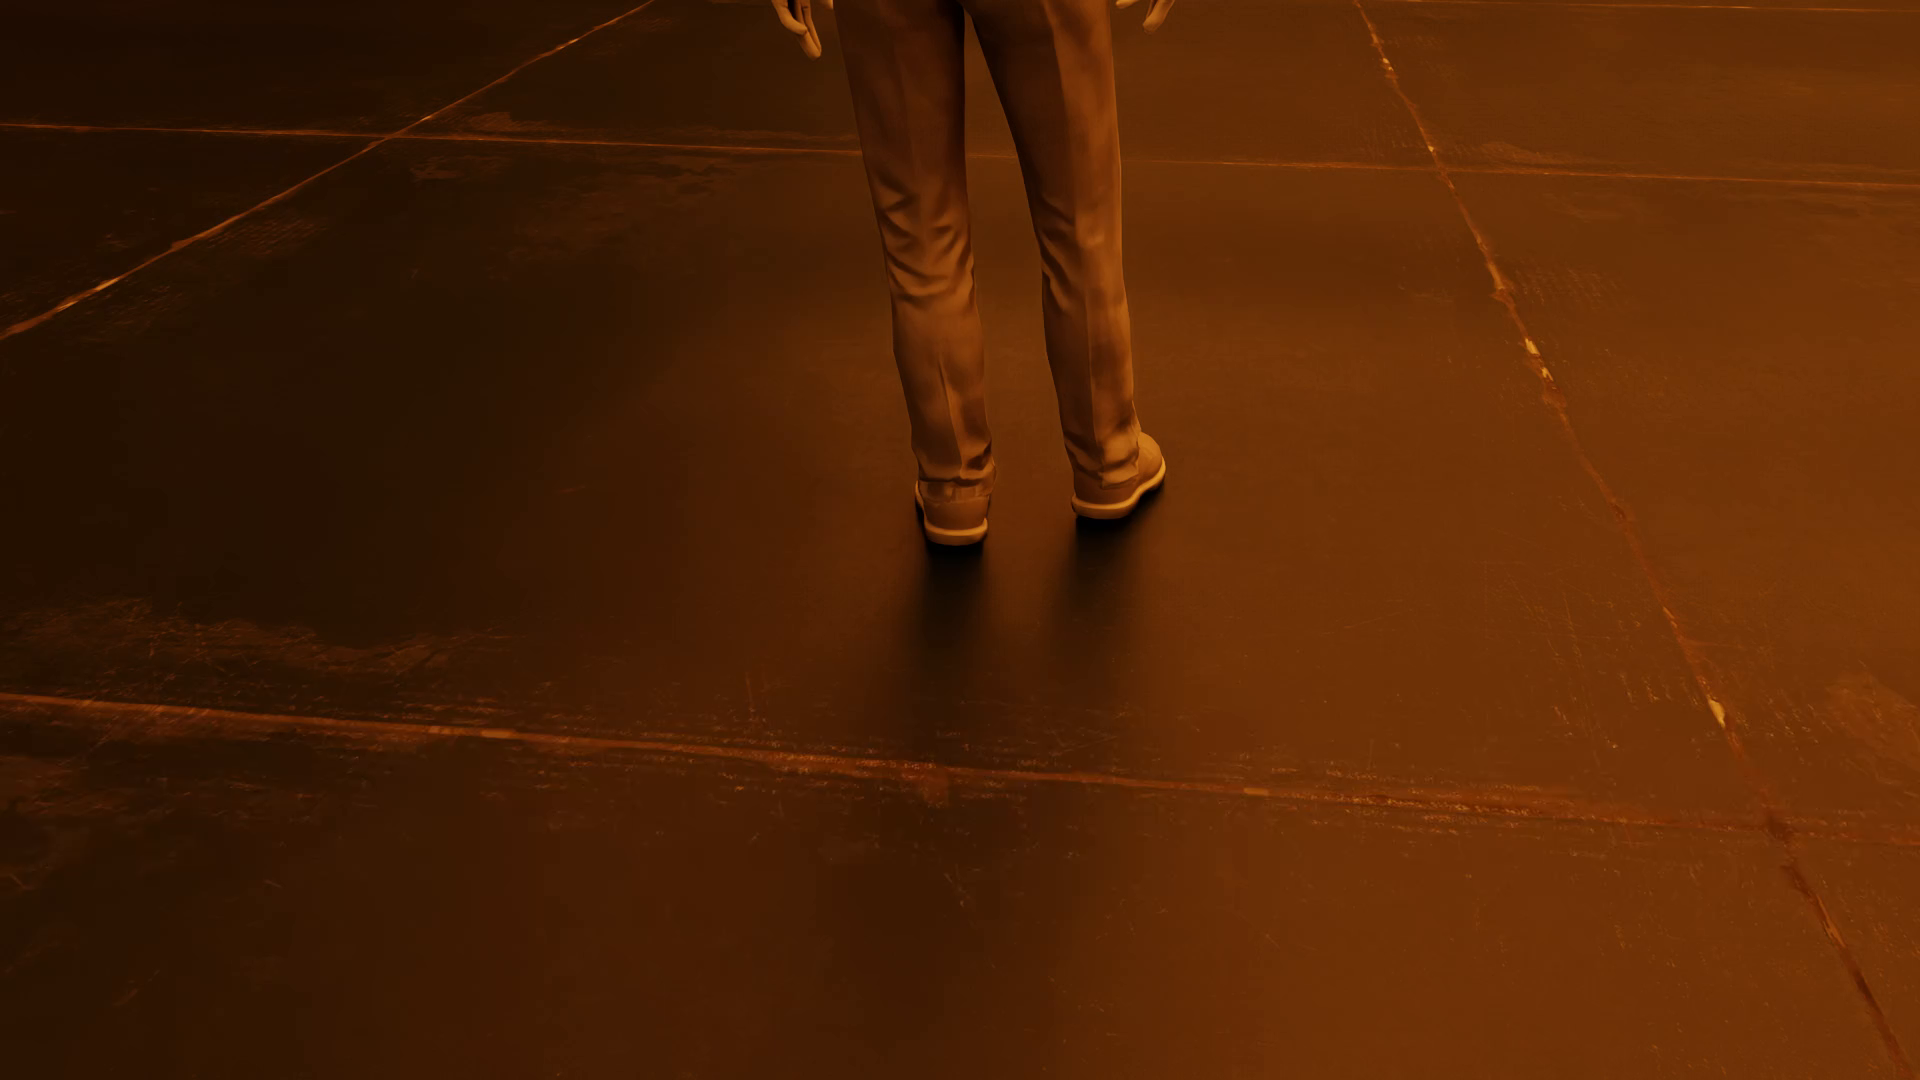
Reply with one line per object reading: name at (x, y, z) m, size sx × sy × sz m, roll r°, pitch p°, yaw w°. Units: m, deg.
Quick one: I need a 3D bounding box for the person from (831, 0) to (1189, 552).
person at (0.065, -0.813, 2.252) m, size 0.612 × 1.679 × 0.546 m, roll 15°, pitch 30°, yaw 27°
